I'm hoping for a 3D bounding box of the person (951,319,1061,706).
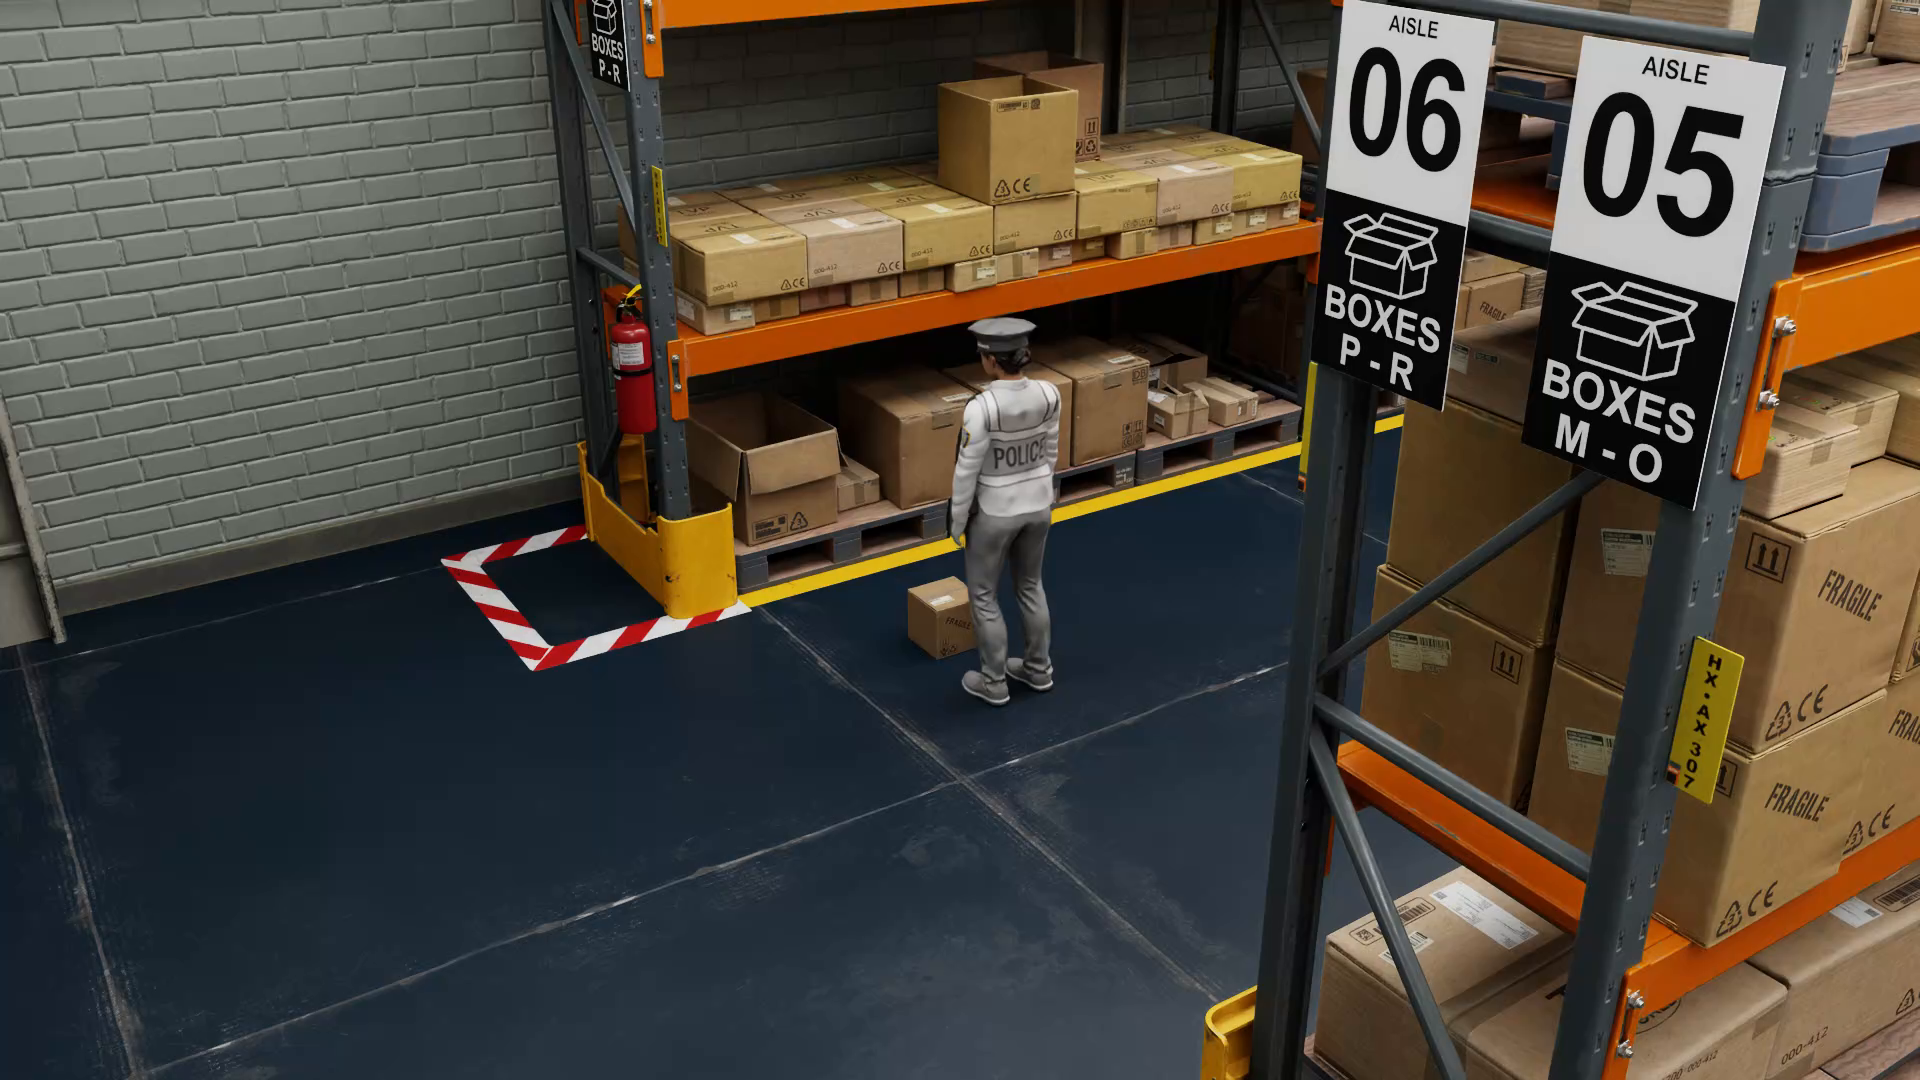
[{"bbox_3d":[0.179,-0.102,6.837,0.473,1.662,0.327,-15,29,-29],"label":"person"}]
